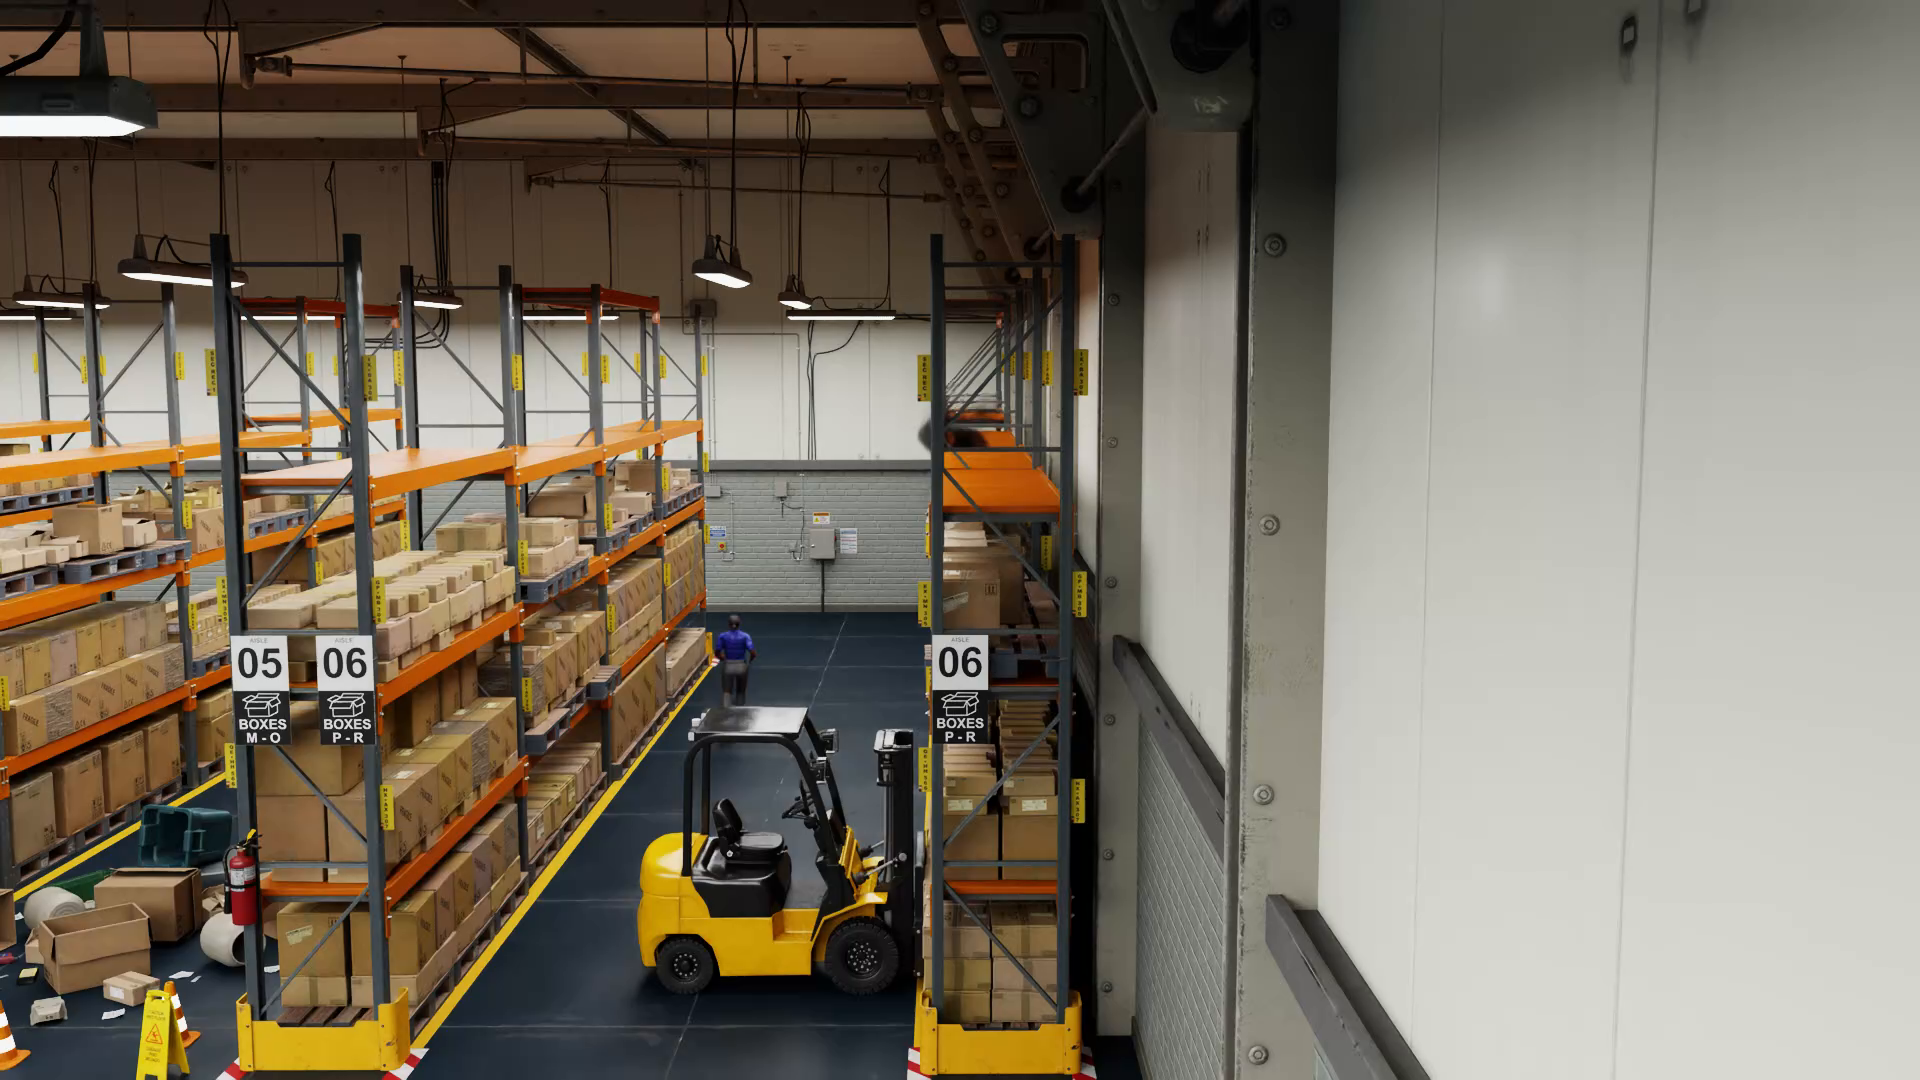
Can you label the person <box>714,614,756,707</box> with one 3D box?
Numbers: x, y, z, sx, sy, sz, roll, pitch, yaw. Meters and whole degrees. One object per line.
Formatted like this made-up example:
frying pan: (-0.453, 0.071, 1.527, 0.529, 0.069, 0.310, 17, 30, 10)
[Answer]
person: (-3.118, 1.821, 23.087, 0.575, 1.603, 0.590, 0, 6, -4)
